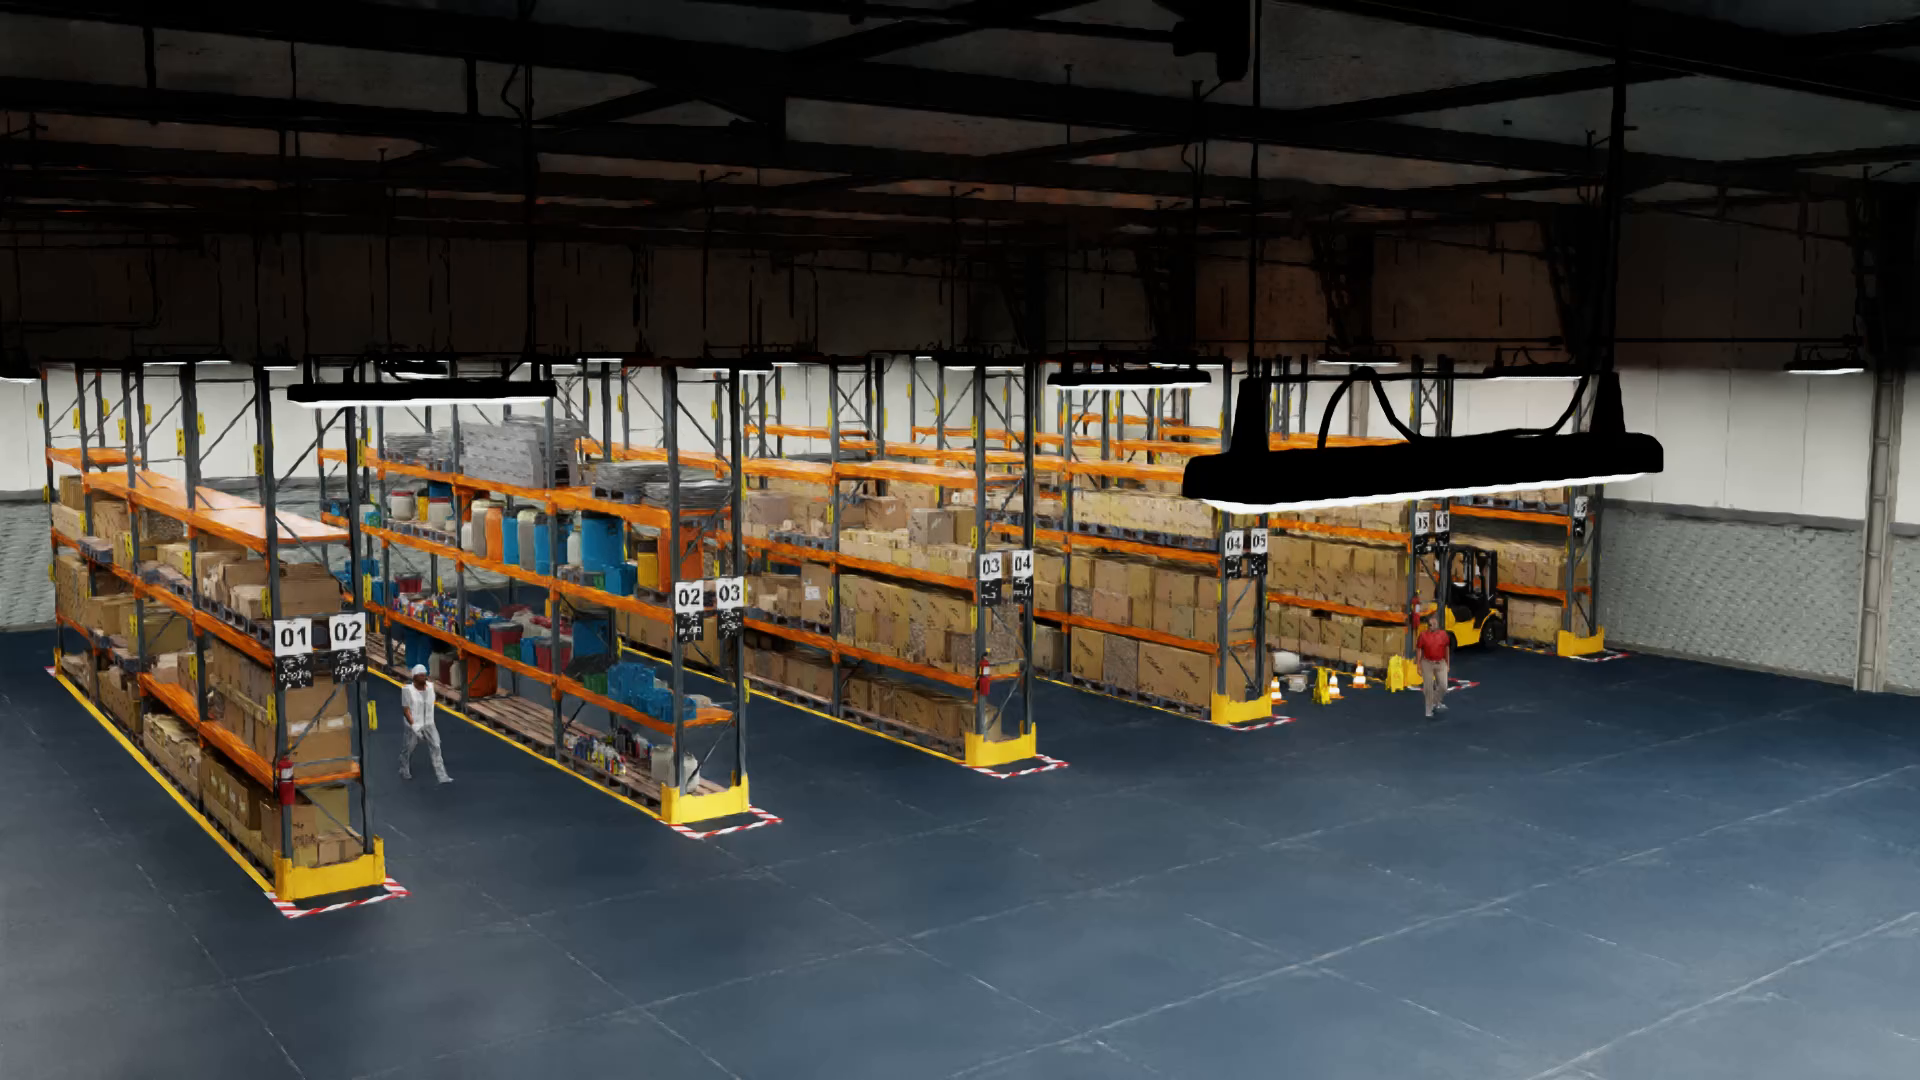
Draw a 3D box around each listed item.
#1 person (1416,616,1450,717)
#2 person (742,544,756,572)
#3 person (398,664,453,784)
[{"bbox_3d":[8.010,2.108,28.154,0.597,1.713,0.540,0,7,0],"label":"person"},{"bbox_3d":[-5.331,0.508,41.572,0.577,1.663,0.396,3,8,24],"label":"person"},{"bbox_3d":[-7.698,2.620,23.744,0.554,1.724,1.031,-7,10,-44],"label":"person"}]
